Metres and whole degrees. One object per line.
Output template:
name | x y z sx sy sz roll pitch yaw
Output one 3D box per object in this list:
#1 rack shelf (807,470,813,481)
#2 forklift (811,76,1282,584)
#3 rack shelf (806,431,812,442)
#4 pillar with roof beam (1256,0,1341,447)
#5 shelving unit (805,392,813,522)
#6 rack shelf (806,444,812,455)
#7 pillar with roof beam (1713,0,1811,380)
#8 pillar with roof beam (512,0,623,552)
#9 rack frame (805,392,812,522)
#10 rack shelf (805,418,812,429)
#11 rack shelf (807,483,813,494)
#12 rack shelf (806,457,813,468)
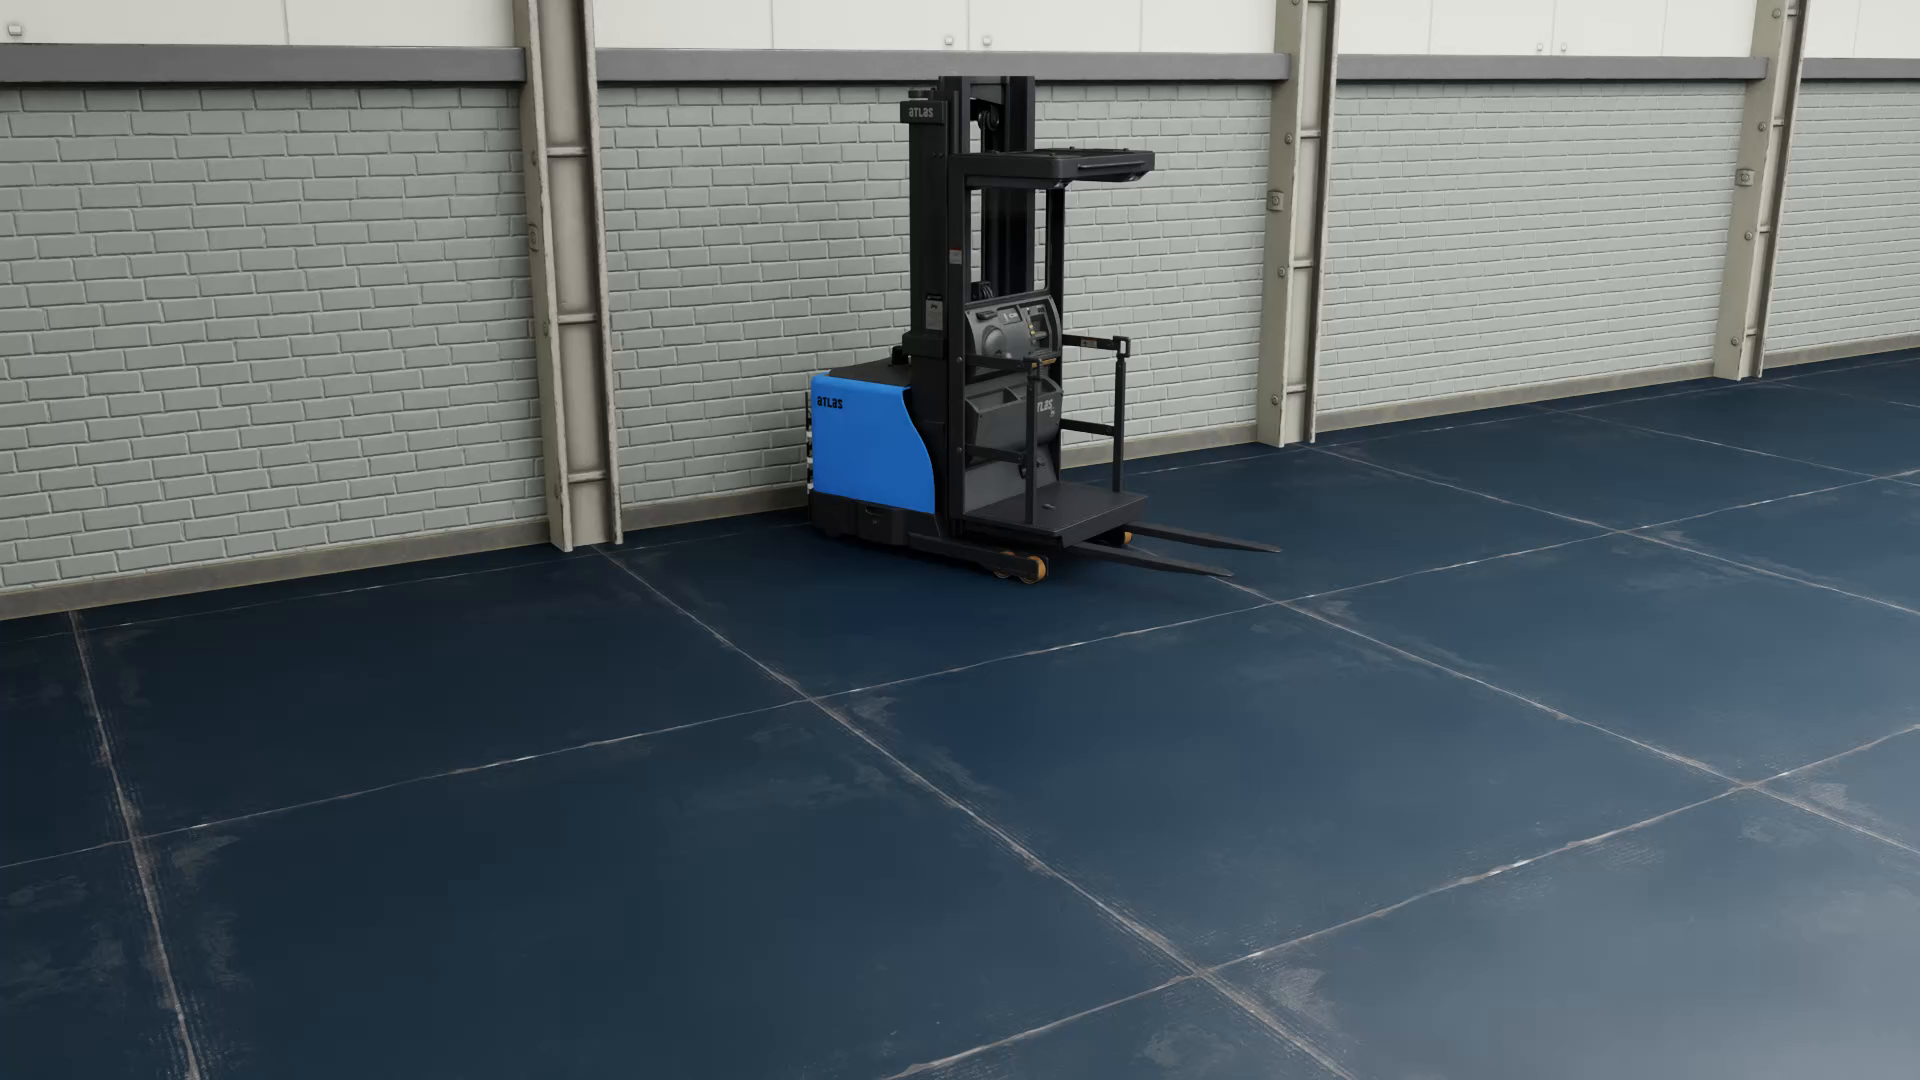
rack shelf | -0.879 -0.446 11.290 0.200 0.077 0.258 11 19 35
forklift | 0.503 -1.310 10.154 3.031 2.935 1.130 11 19 35
rack shelf | -0.879 -0.706 11.218 0.200 0.077 0.258 11 19 35
pillar with roof beam | 4.920 -4.158 9.070 0.400 9.000 9.100 -9 18 -30
shelving unit | -0.879 -0.565 11.257 0.210 0.900 0.258 11 19 35
rack shelf | -0.879 -0.619 11.242 0.200 0.077 0.258 11 19 35
pillar with roof beam | 10.063 -4.992 12.045 0.400 9.000 9.100 -9 18 -30
pillar with roof beam | -0.224 -3.324 6.095 0.400 9.000 9.100 -9 18 -30
rack frame | -0.961 -0.581 11.316 0.006 0.900 0.240 11 19 35
rack shelf | -0.879 -0.793 11.193 0.200 0.077 0.258 11 19 35
rack shelf | -0.879 -0.359 11.315 0.200 0.077 0.258 11 19 35
rack shelf | -0.879 -0.533 11.266 0.200 0.077 0.258 11 19 35
